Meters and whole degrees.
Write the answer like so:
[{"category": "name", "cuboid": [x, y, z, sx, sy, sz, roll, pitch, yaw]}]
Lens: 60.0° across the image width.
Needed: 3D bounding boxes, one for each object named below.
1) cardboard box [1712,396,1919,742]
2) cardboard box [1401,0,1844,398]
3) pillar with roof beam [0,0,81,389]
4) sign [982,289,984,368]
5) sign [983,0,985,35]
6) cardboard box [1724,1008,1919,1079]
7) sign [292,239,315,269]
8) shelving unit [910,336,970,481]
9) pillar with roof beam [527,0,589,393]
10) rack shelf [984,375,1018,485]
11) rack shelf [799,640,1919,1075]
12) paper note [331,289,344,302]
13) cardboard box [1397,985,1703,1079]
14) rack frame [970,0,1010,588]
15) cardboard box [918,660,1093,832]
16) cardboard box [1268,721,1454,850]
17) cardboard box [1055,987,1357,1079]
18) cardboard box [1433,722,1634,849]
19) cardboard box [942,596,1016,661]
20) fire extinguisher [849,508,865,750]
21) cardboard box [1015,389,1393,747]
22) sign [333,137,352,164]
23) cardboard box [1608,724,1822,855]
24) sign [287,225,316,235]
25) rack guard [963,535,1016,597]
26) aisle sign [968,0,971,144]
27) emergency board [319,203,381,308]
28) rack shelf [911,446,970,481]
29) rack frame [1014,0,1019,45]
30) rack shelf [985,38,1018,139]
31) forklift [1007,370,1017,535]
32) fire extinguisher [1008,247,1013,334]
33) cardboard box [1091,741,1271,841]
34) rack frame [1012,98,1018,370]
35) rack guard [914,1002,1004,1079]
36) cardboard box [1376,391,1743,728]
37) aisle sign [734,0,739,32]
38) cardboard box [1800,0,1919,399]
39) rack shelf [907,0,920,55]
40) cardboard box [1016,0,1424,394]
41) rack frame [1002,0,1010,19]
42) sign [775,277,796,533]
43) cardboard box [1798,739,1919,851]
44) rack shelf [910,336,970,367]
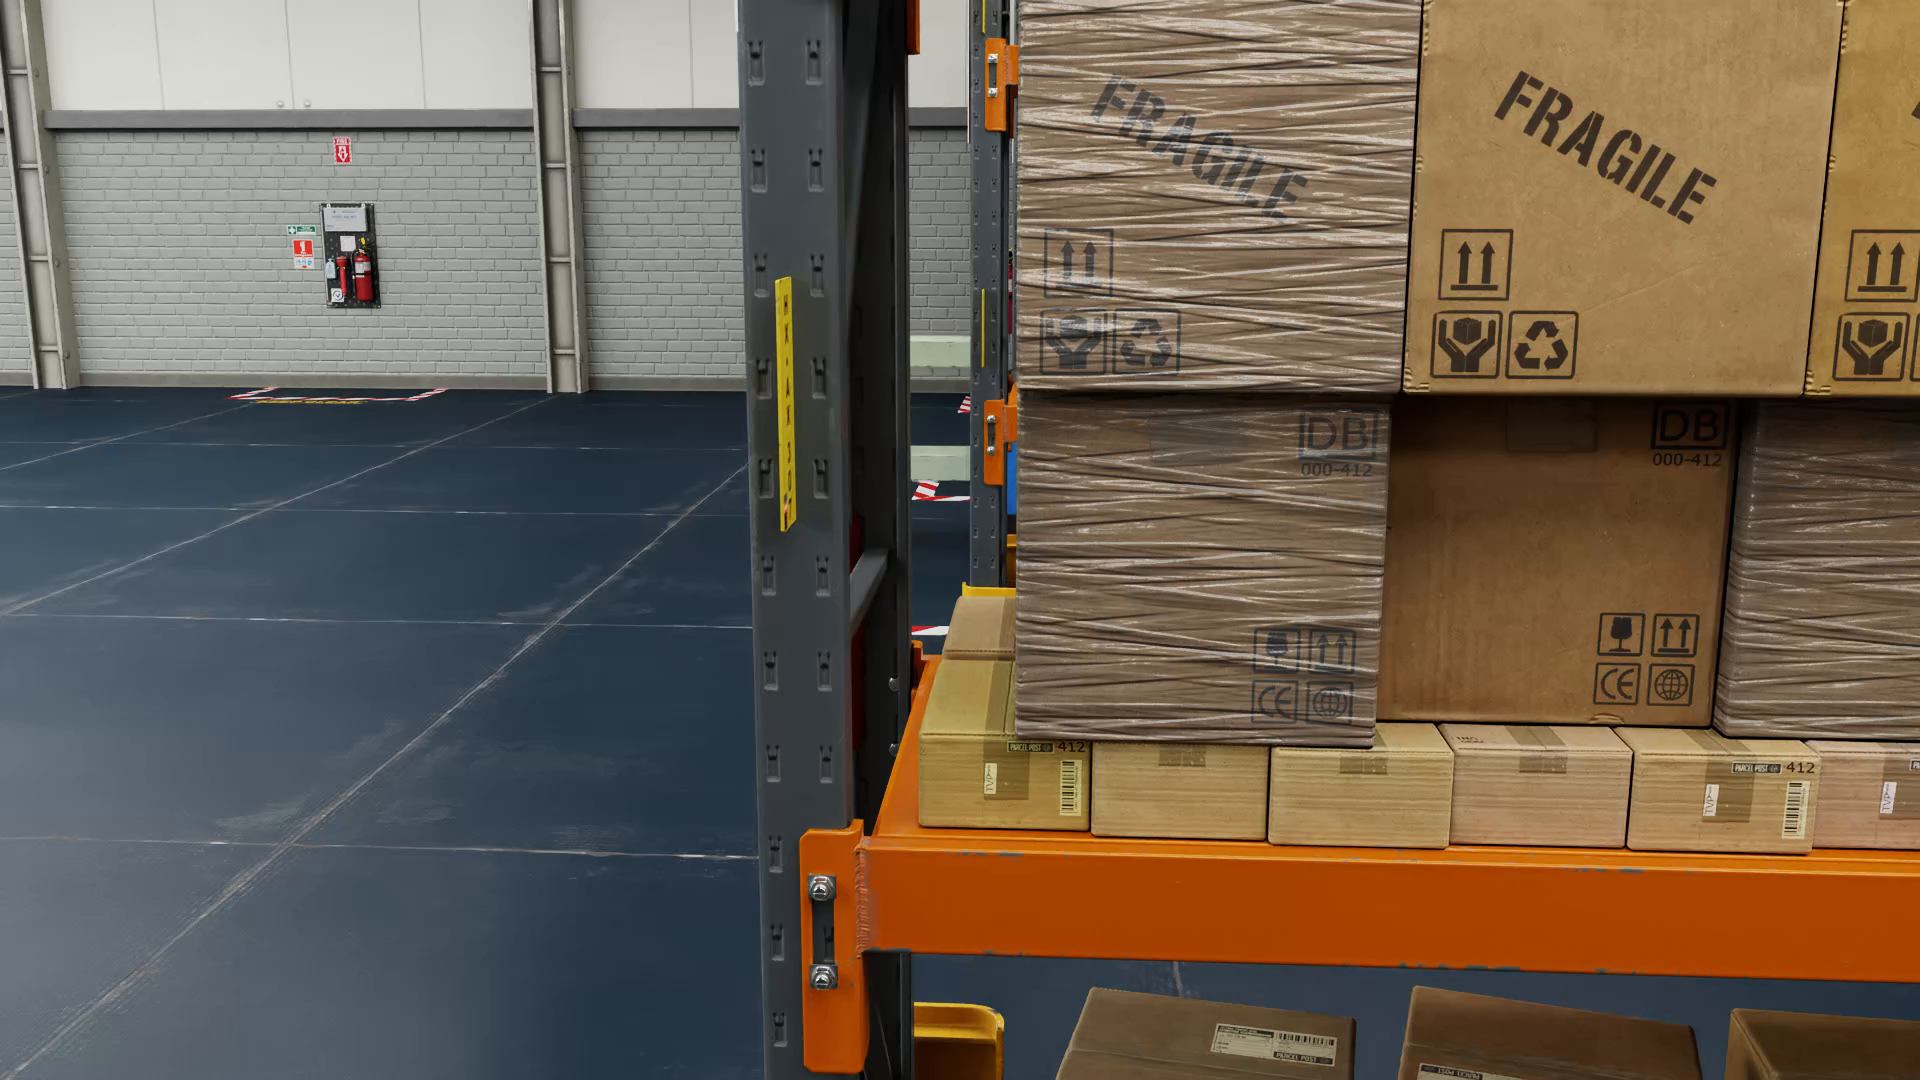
[{"category": "cardboard box", "cuboid": [1.358, -0.049, 2.706, 0.500, 0.500, 0.875, 1, 12, 4]}, {"category": "cardboard box", "cuboid": [0.838, -0.478, 2.315, 0.500, 0.500, 0.500, 1, 12, 4]}, {"category": "pillar with roof beam", "cuboid": [-10.703, -5.290, 14.078, 0.400, 9.000, 9.100, 1, 12, 4]}, {"category": "sign", "cuboid": [0.098, -0.901, 7.072, 0.005, 0.325, 0.100, 1, 12, 4]}, {"category": "sign", "cuboid": [0.098, -2.238, 6.792, 0.005, 0.325, 0.100, 1, 12, 4]}, {"category": "cardboard box", "cuboid": [1.653, 1.178, 2.891, 0.500, 0.500, 0.500, 2, 12, 9]}, {"category": "sign", "cuboid": [-7.437, -3.238, 18.836, 0.234, 0.329, 0.001, 1, 12, 4]}, {"category": "shelving unit", "cuboid": [-0.227, -0.737, 10.630, 0.755, 1.500, 0.431, 1, 12, 4]}, {"category": "pillar with roof beam", "cuboid": [-4.717, -5.208, 13.686, 0.400, 9.000, 9.100, 1, 12, 4]}, {"category": "rack shelf", "cuboid": [2.135, -0.498, 7.580, 4.000, 0.370, 1.077, 1, 12, 4]}, {"category": "rack shelf", "cuboid": [1.804, 0.514, 2.743, 4.000, 0.370, 1.077, 1, 12, 4]}, {"category": "paper note", "cuboid": [-7.064, -2.778, 18.872, 0.142, 0.148, 0.016, 1, 12, 4]}, {"category": "cardboard box", "cuboid": [1.029, 1.165, 2.950, 0.500, 0.500, 0.500, 4, 12, 19]}, {"category": "rack frame", "cuboid": [0.140, -0.878, 7.637, 0.127, 3.000, 1.000, 1, 12, 4]}, {"category": "cardboard box", "cuboid": [0.077, 0.310, 2.574, 0.250, 0.149, 0.380, 1, 12, 4]}, {"category": "cardboard box", "cuboid": [0.574, 0.324, 2.508, 0.250, 0.149, 0.380, 1, 12, 4]}, {"category": "cardboard box", "cuboid": [0.430, 1.164, 2.956, 0.500, 0.500, 0.500, 3, 12, 14]}, {"category": "cardboard box", "cuboid": [0.824, 0.323, 2.512, 0.250, 0.149, 0.380, 1, 12, 4]}, {"category": "cardboard box", "cuboid": [0.107, 0.219, 3.009, 0.250, 0.149, 0.380, 1, 12, 4]}, {"category": "fire extinguisher", "cuboid": [-0.275, 0.076, 3.265, 0.183, 0.674, 0.296, 1, 12, 4]}, {"category": "cardboard box", "cuboid": [0.355, -0.047, 2.697, 0.500, 0.500, 0.875, 1, 12, 4]}, {"category": "sign", "cuboid": [-6.893, -4.347, 18.564, 0.199, 0.298, 0.001, 1, 12, 4]}, {"category": "cardboard box", "cuboid": [1.073, 0.328, 2.489, 0.250, 0.149, 0.380, 1, 12, 4]}, {"category": "sign", "cuboid": [-7.433, -3.496, 18.773, 0.331, 0.109, 0.001, 1, 12, 4]}, {"category": "rack guard", "cuboid": [0.218, 0.337, 7.934, 0.348, 0.500, 1.175, 1, 12, 4]}, {"category": "aisle sign", "cuboid": [0.048, -2.091, 7.090, 0.004, 0.787, 0.394, 1, 12, 4]}, {"category": "emergency board", "cuboid": [-6.892, -3.192, 18.703, 0.643, 1.169, 0.194, 1, 12, 4]}, {"category": "rack shelf", "cuboid": [-0.227, -0.418, 10.696, 0.720, 0.370, 0.431, 1, 12, 4]}, {"category": "rack frame", "cuboid": [0.474, -4.826, 11.860, 0.127, 3.000, 1.000, 1, 12, 4]}, {"category": "rack shelf", "cuboid": [2.135, -1.966, 7.273, 4.000, 0.370, 1.077, 1, 12, 4]}, {"category": "forklift", "cuboid": [1.666, -1.369, 10.152, 3.031, 2.935, 1.130, 1, 12, 4]}, {"category": "fire extinguisher", "cuboid": [0.387, -1.948, 12.944, 0.183, 0.674, 0.296, 1, 12, 4]}, {"category": "cardboard box", "cuboid": [0.325, 0.317, 2.539, 0.250, 0.149, 0.380, 1, 12, 4]}, {"category": "rack frame", "cuboid": [0.474, -1.889, 12.475, 0.127, 3.000, 1.000, 1, 12, 4]}, {"category": "rack guard", "cuboid": [-0.116, 1.359, 3.051, 0.348, 0.500, 1.175, 1, 12, 4]}, {"category": "cardboard box", "cuboid": [0.862, -0.065, 2.781, 0.500, 0.500, 0.875, 1, 12, 4]}, {"category": "aisle sign", "cuboid": [-0.273, -1.078, 2.245, 0.004, 0.787, 0.394, 1, 12, 4]}, {"category": "cardboard box", "cuboid": [1.336, -0.472, 2.284, 0.500, 0.500, 0.500, 1, 12, 4]}, {"category": "rack shelf", "cuboid": [1.804, -0.954, 2.436, 4.000, 0.370, 1.077, 1, 12, 4]}, {"category": "cardboard box", "cuboid": [0.339, -0.486, 2.355, 0.500, 0.500, 0.500, 1, 12, 4]}, {"category": "rack frame", "cuboid": [0.140, -3.814, 7.023, 0.127, 3.000, 1.000, 1, 12, 4]}, {"category": "sign", "cuboid": [-0.228, -0.179, 2.181, 0.005, 0.325, 0.100, 1, 12, 4]}, {"category": "cardboard box", "cuboid": [1.325, 0.326, 2.499, 0.250, 0.149, 0.380, 1, 12, 4]}, {"category": "rack shelf", "cuboid": [-0.227, -1.119, 10.550, 0.720, 0.370, 0.431, 1, 12, 4]}]
